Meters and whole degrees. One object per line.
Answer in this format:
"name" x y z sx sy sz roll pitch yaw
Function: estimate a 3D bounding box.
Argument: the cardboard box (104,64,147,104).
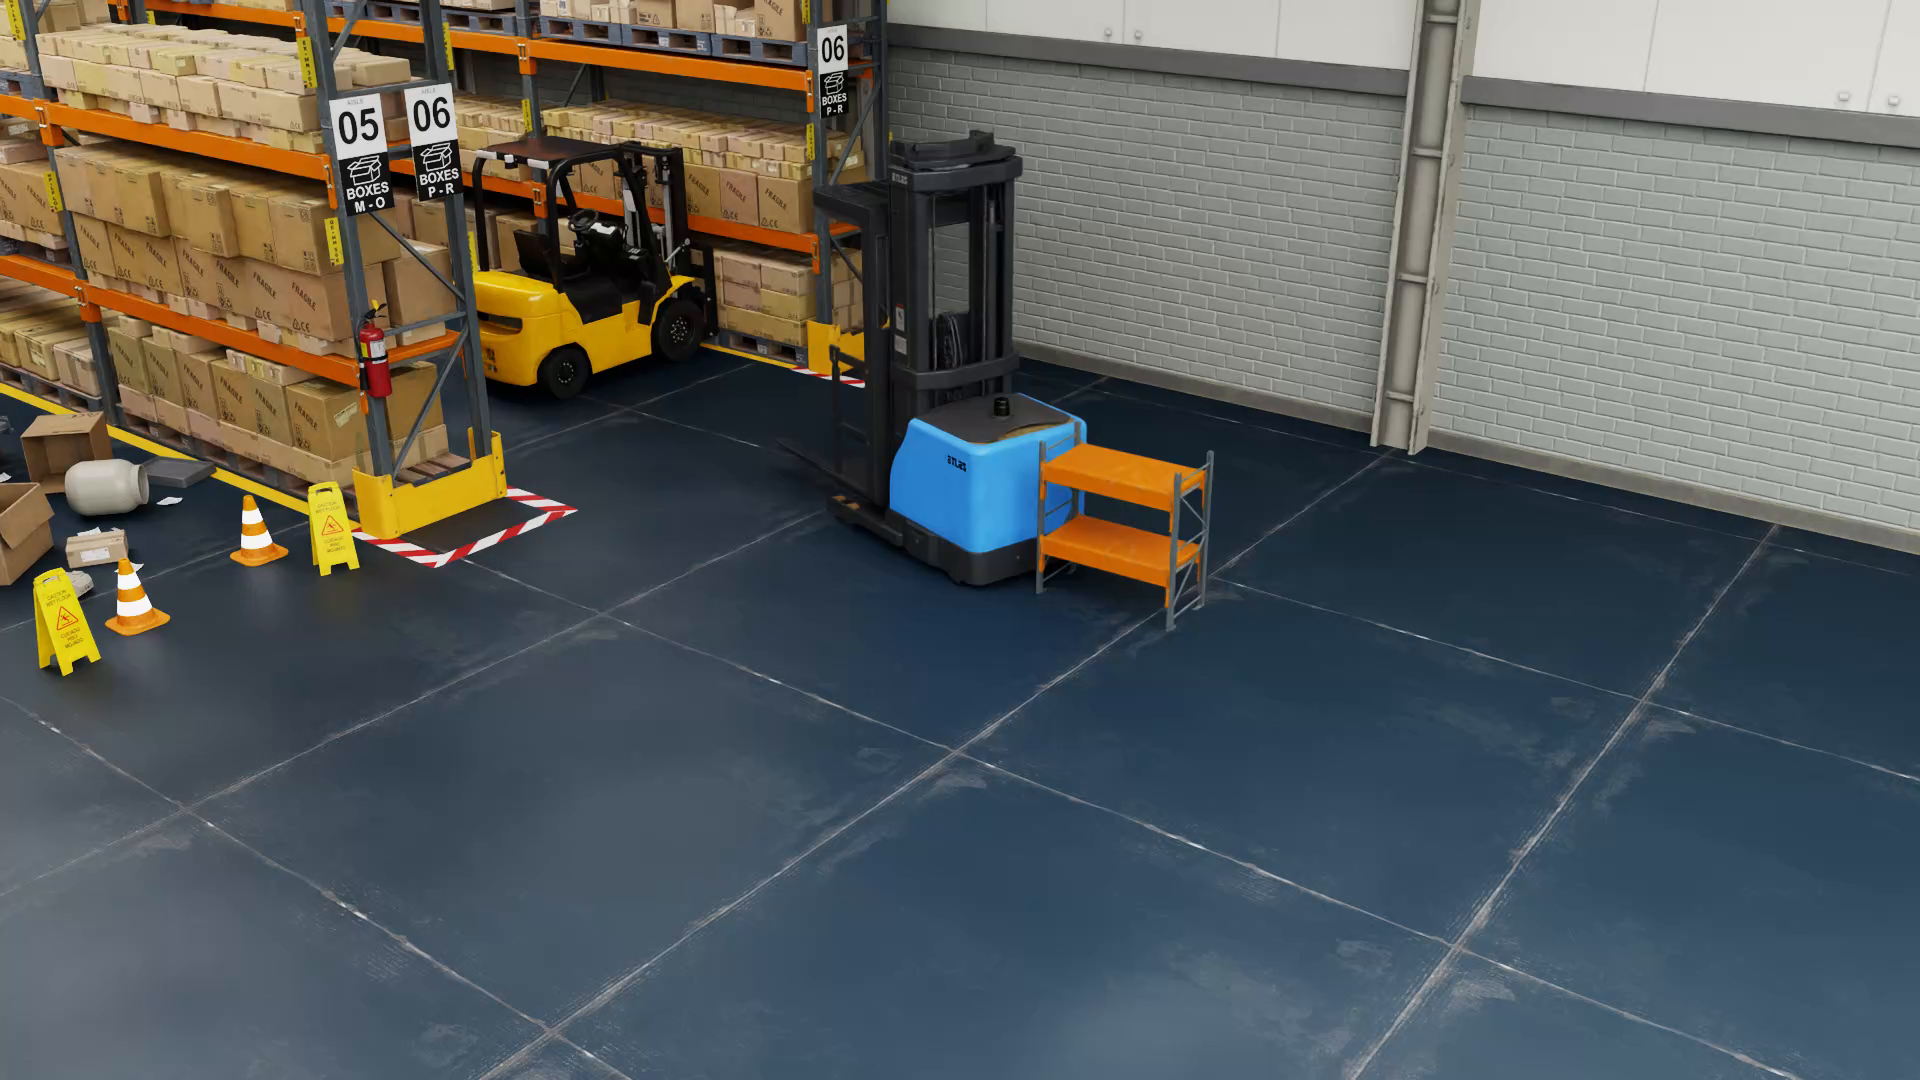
"cardboard box" -6.202 -3.540 12.813 0.500 0.250 0.500 17 29 34

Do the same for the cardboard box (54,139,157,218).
"cardboard box" -6.979 -3.005 13.768 0.500 0.500 0.700 16 29 33

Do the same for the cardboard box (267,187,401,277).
"cardboard box" -4.540 -2.267 12.093 0.500 0.500 0.700 16 28 32

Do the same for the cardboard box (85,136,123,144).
"cardboard box" -11.906 -5.446 23.619 0.500 0.500 0.700 16 28 31

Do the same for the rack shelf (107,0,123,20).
"rack shelf" -12.229 -7.606 23.115 4.000 0.370 1.077 17 29 33

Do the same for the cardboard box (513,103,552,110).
"cardboard box" -4.763 -4.784 18.609 0.250 0.149 0.380 17 29 33

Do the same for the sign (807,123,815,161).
"sign" -1.363 -3.644 15.220 0.005 0.325 0.100 17 29 33

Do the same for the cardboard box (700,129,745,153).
"cardboard box" -2.311 -3.890 16.212 0.250 0.149 0.380 18 29 35

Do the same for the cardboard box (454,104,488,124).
"cardboard box" -5.478 -4.735 18.499 0.250 0.149 0.380 16 28 32

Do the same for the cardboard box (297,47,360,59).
"cardboard box" -4.693 -3.570 12.385 0.250 0.149 0.380 17 29 33

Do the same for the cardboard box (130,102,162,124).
"cardboard box" -6.120 -3.305 12.773 0.250 0.149 0.380 16 28 32

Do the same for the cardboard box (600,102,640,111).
"cardboard box" -3.615 -4.569 17.754 0.250 0.149 0.380 16 28 32

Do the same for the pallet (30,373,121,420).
"pallet" -7.825 -1.454 15.438 1.213 0.211 1.003 17 29 33

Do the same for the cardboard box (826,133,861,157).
"cardboard box" -1.167 -3.806 16.021 0.250 0.149 0.380 16 28 32

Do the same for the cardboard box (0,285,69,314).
"cardboard box" -9.361 -2.183 16.374 0.625 0.372 0.950 16 28 32

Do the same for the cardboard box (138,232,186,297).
"cardboard box" -6.207 -2.288 13.380 0.500 0.500 0.500 17 29 33

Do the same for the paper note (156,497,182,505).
"paper note" -6.210 -0.312 13.071 0.148 0.019 0.142 7 25 15

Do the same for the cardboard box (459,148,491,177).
"cardboard box" -5.193 -4.233 18.474 0.500 0.250 0.500 17 29 33

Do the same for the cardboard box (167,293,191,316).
"cardboard box" -6.124 -1.935 13.384 0.250 0.149 0.380 17 29 34

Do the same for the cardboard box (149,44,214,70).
"cardboard box" -5.852 -3.634 12.530 0.250 0.149 0.380 17 29 34

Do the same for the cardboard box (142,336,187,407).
"cardboard box" -6.456 -1.464 13.962 0.500 0.500 0.500 18 30 35

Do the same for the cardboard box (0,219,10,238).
"cardboard box" -8.413 -2.835 14.906 0.250 0.149 0.380 17 29 34

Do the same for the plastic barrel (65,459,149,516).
"plastic barrel" -6.561 -0.407 12.799 0.512 0.421 0.421 -5 24 -12

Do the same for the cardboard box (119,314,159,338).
"cardboard box" -6.827 -1.836 14.003 0.250 0.149 0.380 17 29 34

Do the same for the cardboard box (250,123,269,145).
"cardboard box" -4.865 -2.953 11.975 0.250 0.149 0.380 18 29 35

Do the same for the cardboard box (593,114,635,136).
"cardboard box" -3.533 -4.262 17.056 0.250 0.149 0.380 18 29 34

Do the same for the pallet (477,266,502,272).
"pallet" -4.840 -3.034 19.025 1.213 0.211 1.003 17 29 33

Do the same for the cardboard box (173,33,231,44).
"cardboard box" -5.974 -3.911 13.160 0.250 0.149 0.380 16 28 32

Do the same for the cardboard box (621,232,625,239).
"cardboard box" -3.220 -3.074 17.307 0.500 0.250 0.500 18 29 35

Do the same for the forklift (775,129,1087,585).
"forklift" -0.369 -1.561 12.308 1.130 2.935 3.031 -17 29 -33

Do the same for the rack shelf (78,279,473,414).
"rack shelf" -5.601 -1.729 13.497 4.000 0.370 1.077 17 29 33

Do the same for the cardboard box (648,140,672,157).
"cardboard box" -2.905 -3.945 16.705 0.250 0.149 0.380 16 28 32

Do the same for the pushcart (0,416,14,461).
"pushcart" -8.529 -0.594 13.281 0.936 0.377 1.648 7 25 15

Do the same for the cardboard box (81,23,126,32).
"cardboard box" -7.428 -4.309 14.405 0.500 0.250 0.500 16 28 32

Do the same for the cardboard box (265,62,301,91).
"cardboard box" -4.632 -3.259 11.679 0.250 0.149 0.380 17 29 34

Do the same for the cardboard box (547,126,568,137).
"cardboard box" -4.130 -4.325 17.568 0.250 0.149 0.380 16 29 32

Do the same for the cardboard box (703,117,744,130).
"cardboard box" -2.388 -4.189 16.891 0.250 0.149 0.380 17 29 34

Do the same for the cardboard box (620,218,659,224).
"cardboard box" -3.303 -3.361 17.959 0.500 0.250 0.500 16 29 33

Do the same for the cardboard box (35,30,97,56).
"cardboard box" -7.145 -3.983 13.323 0.250 0.149 0.380 16 29 32

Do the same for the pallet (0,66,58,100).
"pallet" -7.631 -4.012 14.300 1.003 0.211 1.213 17 29 33

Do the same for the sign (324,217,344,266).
"sign" -4.349 -2.075 11.562 0.005 0.325 0.100 17 29 33

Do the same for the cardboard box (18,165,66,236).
"cardboard box" -7.709 -2.954 14.370 0.500 0.500 0.500 16 29 32

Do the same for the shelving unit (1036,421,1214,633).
"shelving unit" 1.099 -0.104 11.242 1.048 1.125 0.538 16 28 31

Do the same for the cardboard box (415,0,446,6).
"cardboard box" -5.567 -5.996 18.035 0.500 0.311 0.500 16 28 32

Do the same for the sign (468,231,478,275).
"sign" -3.675 -2.146 12.477 0.005 0.325 0.100 17 29 33

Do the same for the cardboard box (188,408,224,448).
"cardboard box" -6.031 -0.993 13.824 0.500 0.250 0.500 16 29 33

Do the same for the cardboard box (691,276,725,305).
"cardboard box" -2.424 -2.599 16.849 0.500 0.250 0.500 16 28 32

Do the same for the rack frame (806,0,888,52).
"rack frame" -1.027 -5.922 14.682 0.127 3.000 1.000 17 29 33

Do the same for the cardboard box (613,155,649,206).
"cardboard box" -3.196 -3.756 17.081 0.500 0.500 0.500 16 29 33

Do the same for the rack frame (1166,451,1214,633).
"rack frame" 1.518 0.012 10.978 0.032 1.125 0.500 16 28 31

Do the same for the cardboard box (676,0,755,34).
"cardboard box" -2.287 -5.142 15.861 0.500 0.500 0.700 17 29 34

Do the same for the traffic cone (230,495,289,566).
"traffic cone" -5.118 -0.102 12.057 0.334 0.463 0.336 17 29 33

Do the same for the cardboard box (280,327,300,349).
"cardboard box" -4.890 -1.575 12.568 0.250 0.149 0.380 16 29 32

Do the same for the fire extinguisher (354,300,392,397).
"fire extinguisher" -4.185 -1.363 11.870 0.183 0.674 0.296 17 29 33

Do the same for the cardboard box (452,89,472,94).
"cardboard box" -5.949 -5.173 19.492 0.250 0.149 0.380 16 29 32

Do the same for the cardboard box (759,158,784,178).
"cardboard box" -1.694 -3.565 15.844 0.250 0.149 0.380 17 29 34
